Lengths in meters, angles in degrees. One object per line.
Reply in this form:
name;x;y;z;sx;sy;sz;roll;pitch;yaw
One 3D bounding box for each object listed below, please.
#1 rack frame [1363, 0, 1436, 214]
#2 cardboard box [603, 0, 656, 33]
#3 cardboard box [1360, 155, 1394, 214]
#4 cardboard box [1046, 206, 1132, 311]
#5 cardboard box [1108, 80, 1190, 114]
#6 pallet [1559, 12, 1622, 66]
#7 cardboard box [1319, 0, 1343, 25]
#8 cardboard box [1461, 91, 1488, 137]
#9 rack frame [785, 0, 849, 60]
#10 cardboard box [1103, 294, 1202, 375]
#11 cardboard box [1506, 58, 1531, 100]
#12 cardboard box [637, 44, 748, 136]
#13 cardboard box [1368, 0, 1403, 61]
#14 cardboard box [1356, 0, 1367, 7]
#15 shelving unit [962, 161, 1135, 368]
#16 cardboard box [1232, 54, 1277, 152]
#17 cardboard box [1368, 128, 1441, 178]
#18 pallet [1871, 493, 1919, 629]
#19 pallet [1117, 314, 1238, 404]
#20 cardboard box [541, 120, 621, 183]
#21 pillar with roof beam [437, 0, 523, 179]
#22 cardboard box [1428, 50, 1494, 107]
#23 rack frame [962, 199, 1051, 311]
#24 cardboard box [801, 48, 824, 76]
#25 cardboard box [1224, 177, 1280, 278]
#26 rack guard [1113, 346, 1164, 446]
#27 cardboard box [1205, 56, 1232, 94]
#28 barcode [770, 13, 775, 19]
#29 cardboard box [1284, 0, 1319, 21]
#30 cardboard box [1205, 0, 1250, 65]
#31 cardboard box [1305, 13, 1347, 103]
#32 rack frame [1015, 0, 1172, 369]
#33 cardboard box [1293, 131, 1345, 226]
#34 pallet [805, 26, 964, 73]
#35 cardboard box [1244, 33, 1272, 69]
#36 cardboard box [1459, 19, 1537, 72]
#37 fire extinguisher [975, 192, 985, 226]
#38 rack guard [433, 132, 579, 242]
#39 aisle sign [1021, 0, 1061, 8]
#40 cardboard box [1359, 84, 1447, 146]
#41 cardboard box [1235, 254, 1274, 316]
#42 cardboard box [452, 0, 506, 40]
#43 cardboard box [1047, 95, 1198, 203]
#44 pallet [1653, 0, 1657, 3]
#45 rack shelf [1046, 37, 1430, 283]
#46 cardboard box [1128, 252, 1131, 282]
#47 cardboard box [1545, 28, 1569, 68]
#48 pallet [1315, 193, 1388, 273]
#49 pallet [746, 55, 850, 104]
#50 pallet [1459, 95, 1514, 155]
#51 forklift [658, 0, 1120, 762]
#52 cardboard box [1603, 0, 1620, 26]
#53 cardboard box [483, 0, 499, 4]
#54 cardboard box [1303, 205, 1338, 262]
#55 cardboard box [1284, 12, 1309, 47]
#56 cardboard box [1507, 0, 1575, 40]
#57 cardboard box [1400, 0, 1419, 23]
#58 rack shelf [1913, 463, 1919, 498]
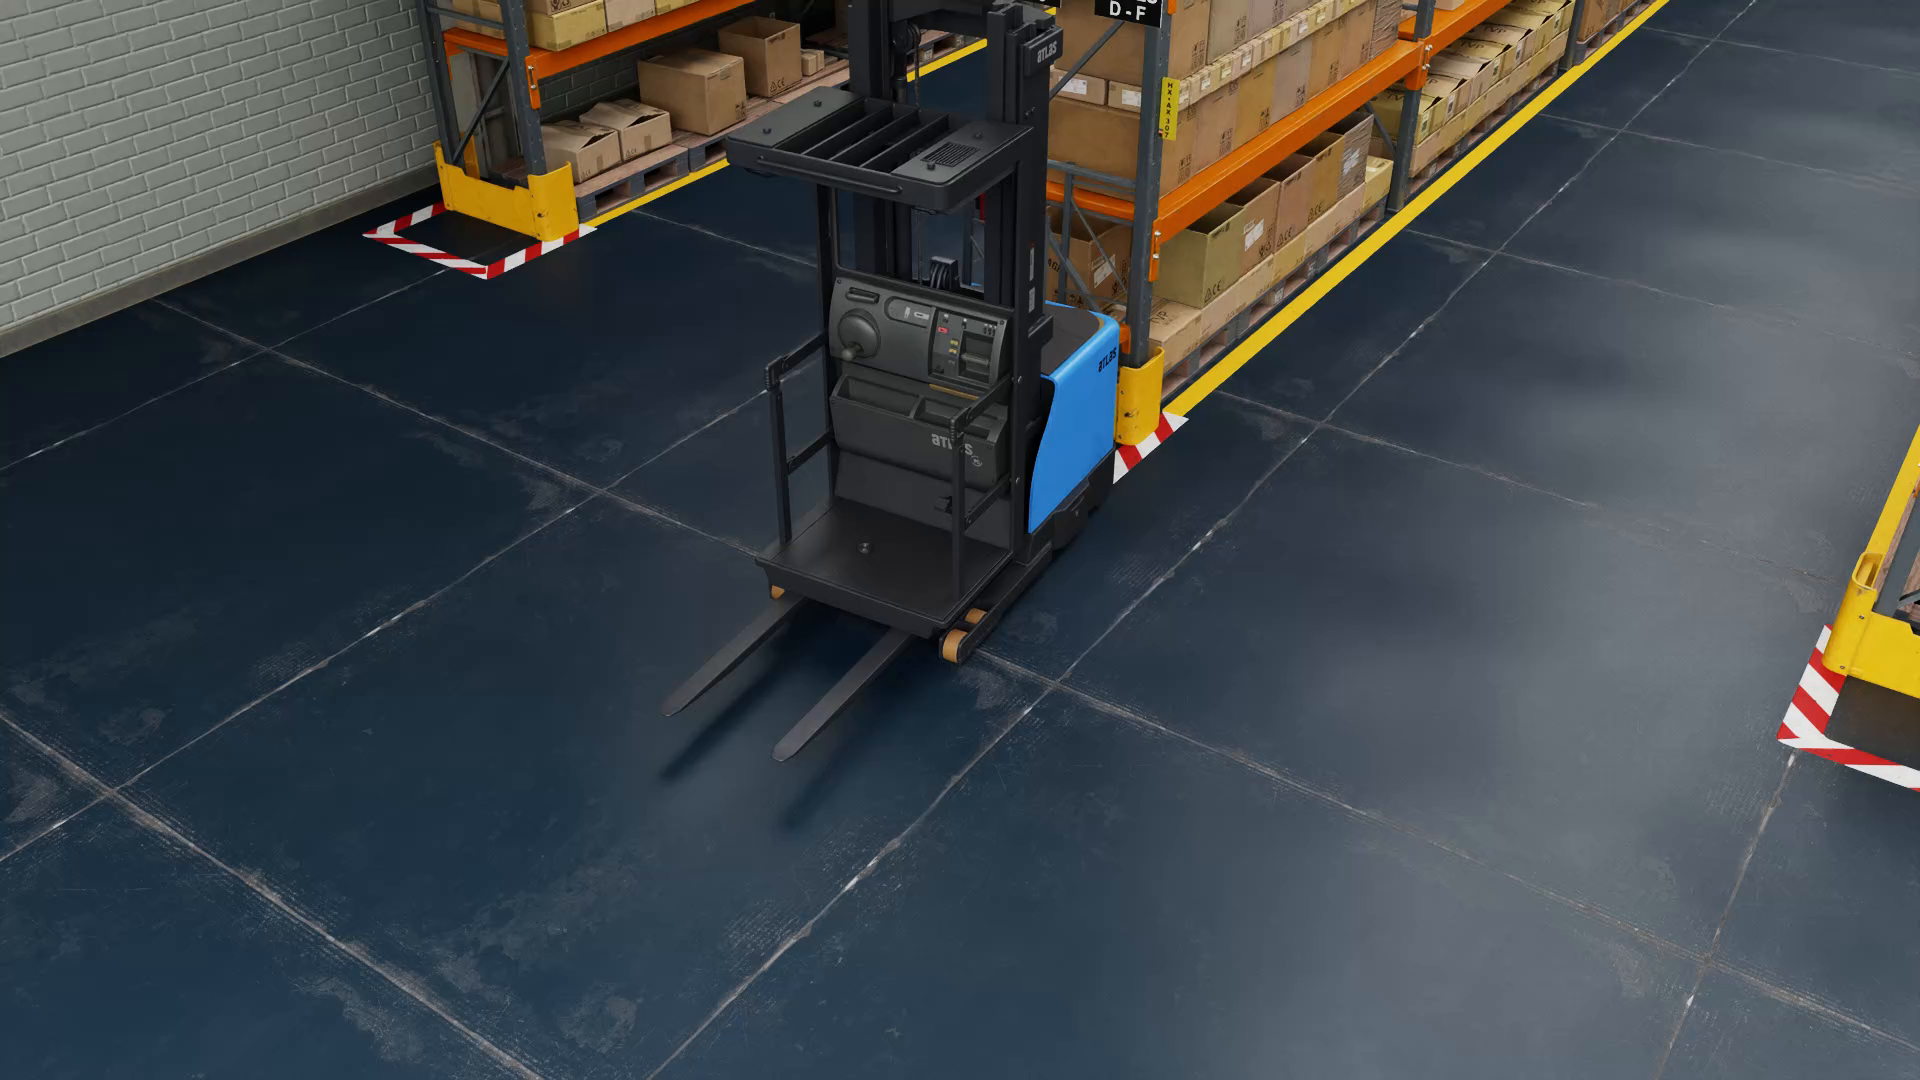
rack frame;2.930;-3.899;12.013;1.000;3.000;0.127;21;39;28
cardboard box;-2.599;-3.951;12.207;0.500;0.250;0.500;20;39;27
cardboard box;2.845;-2.651;12.247;0.500;0.250;0.500;21;39;28
cardboard box;0.710;-1.745;10.239;0.500;0.500;0.500;21;39;28
cardboard box;1.050;-2.480;9.247;0.380;0.149;0.250;21;39;28
pallet;5.667;-4.916;16.007;1.003;0.211;1.213;21;39;28
cardboard box;2.225;-3.432;10.654;0.380;0.149;0.250;22;40;29
cardboard box;3.949;-3.514;13.524;0.500;0.250;0.500;20;39;27
rack frame;-1.142;-5.479;14.351;1.000;3.000;0.127;21;39;28
cardboard box;1.137;-1.269;10.204;0.500;0.250;0.500;21;39;28
cardboard box;4.531;-3.986;14.221;0.500;0.250;0.500;22;40;29
cardboard box;-2.170;-3.659;13.497;0.700;0.500;0.500;19;38;25
cardboard box;2.682;-3.734;11.680;0.700;0.500;0.500;20;39;27
cardboard box;2.512;-3.660;10.991;0.380;0.149;0.250;21;39;28
shelving unit;0.506;-1.216;9.219;0.587;1.500;1.083;19;31;29
cardboard box;1.509;-2.780;10.270;0.700;0.500;0.500;22;40;28
cardboard box;3.363;-3.040;12.823;0.500;0.250;0.500;20;39;27
pallet;5.188;0.259;8.355;1.003;0.211;1.213;21;39;28
pallet;1.051;-1.268;10.613;1.003;0.211;1.213;21;39;28
cardboard box;-2.954;-2.997;12.687;0.500;0.311;0.500;17;37;23
pillar with roof beam;-0.198;-5.347;8.799;9.100;9.000;0.400;21;39;28
cardboard box;3.954;-3.744;13.363;0.500;0.311;0.500;20;39;27
rack frame;0.216;-1.030;8.833;0.500;1.500;0.032;19;31;29
cardboard box;-1.422;-4.232;14.643;0.380;0.166;0.250;16;37;22
cardboard box;1.696;-2.044;10.681;0.500;0.500;0.500;21;39;28
rack guard;0.635;-1.012;9.975;1.175;0.500;0.348;21;39;28
cardboard box;1.341;-2.717;9.597;0.380;0.149;0.250;21;40;28
barcode;-1.647;-4.587;14.584;0.001;0.075;0.075;21;39;28
cardboard box;1.823;-3.579;10.292;0.700;0.500;0.500;21;39;28
cardboard box;1.251;-3.116;9.608;0.700;0.500;0.500;20;39;27
cardboard box;2.097;-3.260;10.979;0.700;0.500;0.500;22;40;29
rack frame;0.649;-2.058;9.291;1.000;3.000;0.127;21;39;28
cardboard box;2.268;-2.504;11.360;0.500;0.500;0.500;21;39;28
pallet;-0.699;-4.683;15.662;1.003;0.211;1.213;21;39;28
cardboard box;1.637;-2.956;9.950;0.380;0.149;0.250;20;39;27
cardboard box;4.533;-4.215;14.059;0.500;0.311;0.500;21;39;28
fire extinguisher;0.200;-2.120;9.452;0.296;0.674;0.183;21;39;28
rack guard;-3.379;-2.638;12.380;1.175;0.500;0.348;21;39;28
aisle sign;0.370;-3.199;8.657;0.394;0.787;0.004;21;39;28
cardboard box;3.370;-3.277;12.672;0.500;0.311;0.500;21;40;28
cardboard box;1.705;-1.730;10.886;0.500;0.250;0.500;21;39;28
cardboard box;-3.315;-3.862;12.075;0.500;0.250;0.500;22;40;29
cardboard box;0.926;-2.310;9.575;0.700;0.500;0.500;21;39;28
pallet;7.058;-6.039;17.667;1.003;0.211;1.213;21;39;28
rack shelf;1.789;-2.680;10.854;1.077;0.370;4.000;21;39;28
cardboard box;0.987;-1.668;10.794;0.500;0.250;0.500;21;39;28
cardboard box;5.111;-4.455;14.915;0.500;0.250;0.500;22;40;29
pallet;2.442;-2.391;12.273;1.003;0.211;1.213;21;39;28
pallet;-1.496;-4.004;14.658;1.003;0.211;1.213;21;39;28
pallet;4.013;-3.659;14.148;1.003;0.211;1.213;21;39;28
forklift;-0.308;-0.910;7.654;1.130;2.935;3.031;18;38;24
cardboard box;5.999;-5.247;15.846;0.500;0.500;0.500;20;39;27
cardboard box;-3.329;-4.180;11.876;0.500;0.500;0.500;21;39;28
cardboard box;2.279;-2.189;11.564;0.500;0.250;0.500;21;39;28
cardboard box;1.927;-3.187;10.292;0.380;0.149;0.250;22;40;29
cardboard box;5.114;-4.687;14.758;0.500;0.311;0.500;22;40;29
cardboard box;3.175;-4.077;12.411;0.500;0.250;0.500;24;41;31
rack shelf;5.856;-1.097;8.512;1.077;0.370;4.000;21;39;28
